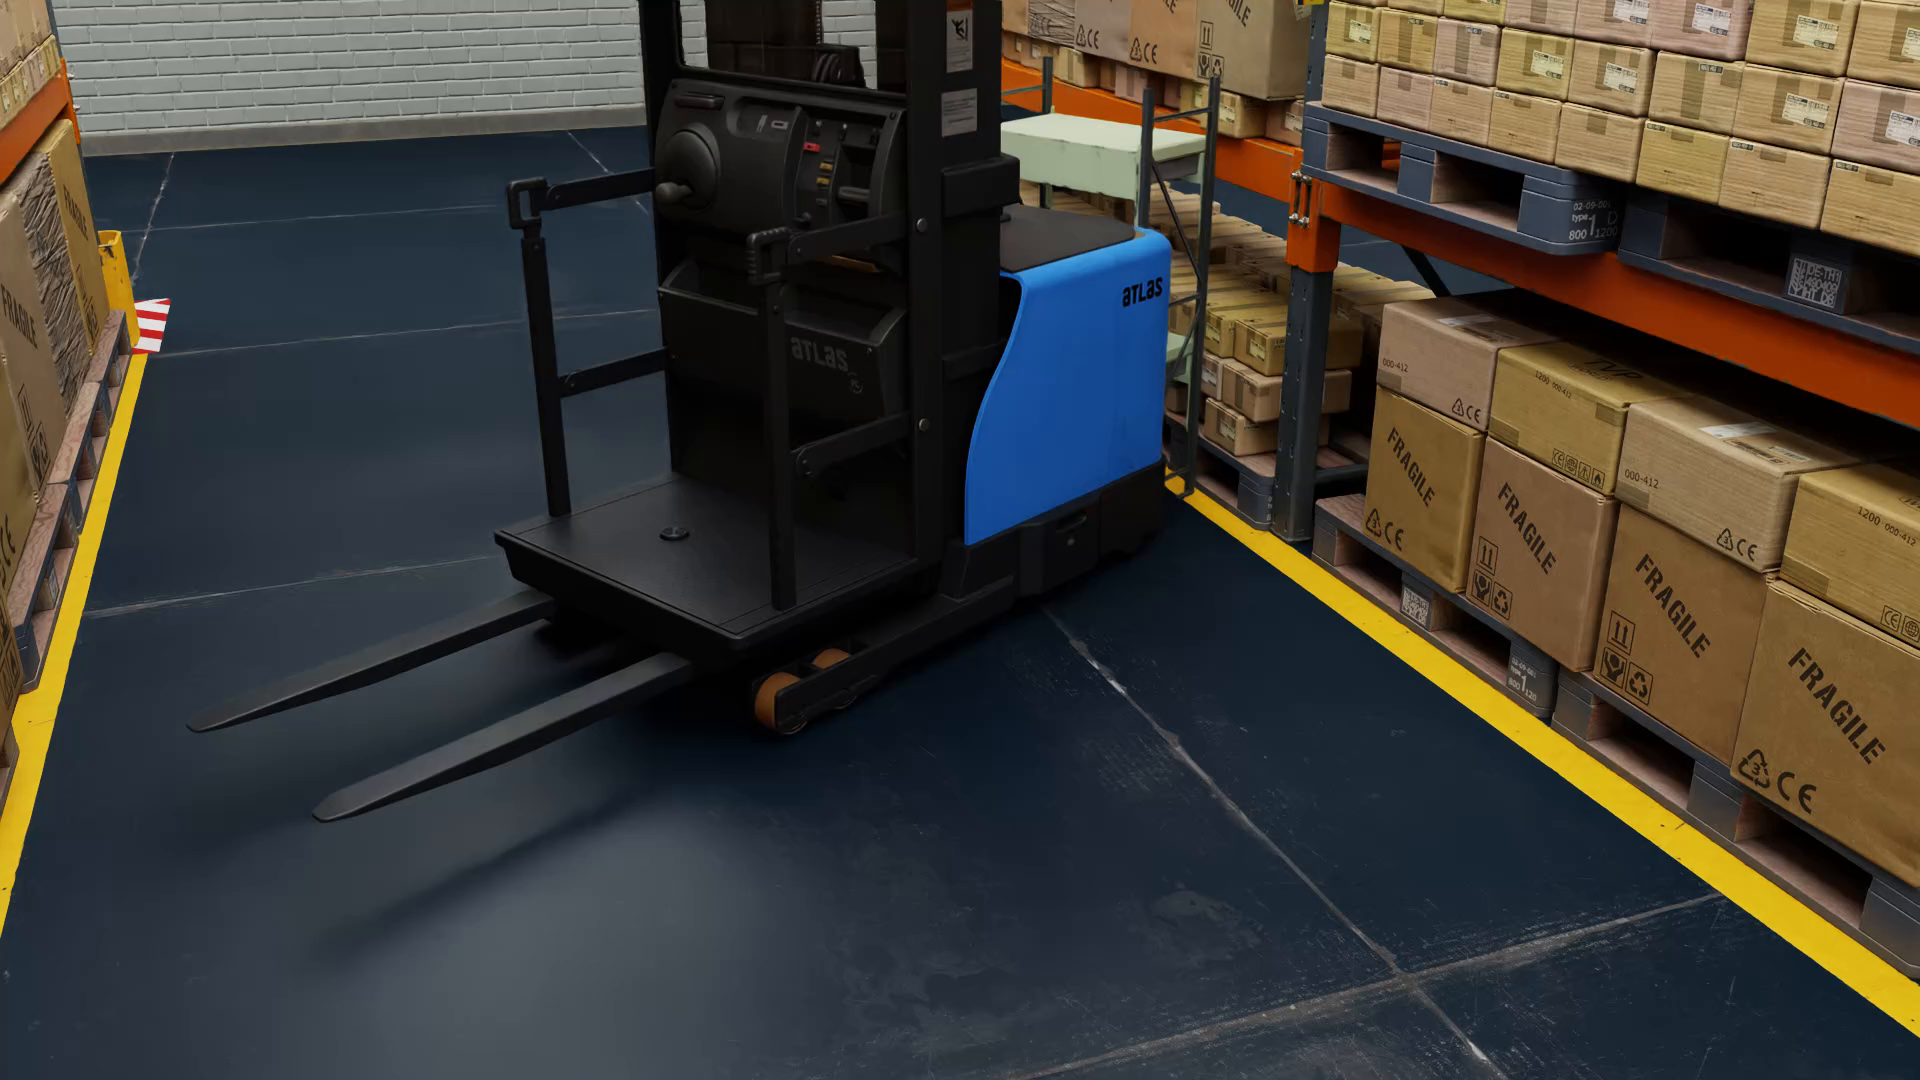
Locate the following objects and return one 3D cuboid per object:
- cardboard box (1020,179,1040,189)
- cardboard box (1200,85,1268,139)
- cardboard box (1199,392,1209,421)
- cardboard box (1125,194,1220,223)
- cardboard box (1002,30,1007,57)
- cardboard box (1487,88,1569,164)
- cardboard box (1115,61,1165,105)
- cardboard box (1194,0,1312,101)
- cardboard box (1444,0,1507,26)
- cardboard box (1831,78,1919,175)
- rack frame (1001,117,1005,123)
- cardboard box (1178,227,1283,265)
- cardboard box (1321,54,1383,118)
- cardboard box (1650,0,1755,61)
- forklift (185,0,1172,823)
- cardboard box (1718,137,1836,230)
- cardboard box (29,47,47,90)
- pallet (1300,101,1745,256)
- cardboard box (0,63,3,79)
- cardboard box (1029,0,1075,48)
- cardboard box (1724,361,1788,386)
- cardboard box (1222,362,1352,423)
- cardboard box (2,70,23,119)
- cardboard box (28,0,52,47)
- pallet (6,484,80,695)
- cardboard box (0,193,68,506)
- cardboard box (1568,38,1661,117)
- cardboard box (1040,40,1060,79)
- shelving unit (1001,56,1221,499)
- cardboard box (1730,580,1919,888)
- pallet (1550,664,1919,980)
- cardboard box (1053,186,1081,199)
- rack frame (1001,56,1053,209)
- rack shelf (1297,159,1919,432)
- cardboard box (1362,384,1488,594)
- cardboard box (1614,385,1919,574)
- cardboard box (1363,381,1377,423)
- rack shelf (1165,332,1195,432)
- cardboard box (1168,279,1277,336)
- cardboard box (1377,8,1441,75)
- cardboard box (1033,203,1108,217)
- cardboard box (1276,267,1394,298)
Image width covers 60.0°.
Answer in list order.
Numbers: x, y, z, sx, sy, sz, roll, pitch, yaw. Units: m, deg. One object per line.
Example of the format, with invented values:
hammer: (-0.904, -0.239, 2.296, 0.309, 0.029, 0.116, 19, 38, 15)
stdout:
cardboard box: (0.236, -1.742, 8.385, 0.380, 0.149, 0.250, -8, 24, -18)
cardboard box: (1.059, -1.490, 5.746, 0.380, 0.149, 0.250, -9, 24, -20)
cardboard box: (1.101, -0.537, 6.291, 0.380, 0.149, 0.250, -8, 24, -18)
cardboard box: (1.007, -1.537, 7.897, 0.380, 0.149, 0.250, -7, 24, -17)
cardboard box: (0.360, -2.363, 7.818, 0.380, 0.149, 0.250, -7, 24, -17)
cardboard box: (1.556, -1.044, 4.148, 0.380, 0.149, 0.250, -8, 24, -18)
cardboard box: (0.828, -1.787, 6.451, 0.380, 0.149, 0.250, -9, 25, -21)
cardboard box: (1.136, -1.775, 5.589, 0.500, 0.500, 0.500, -8, 24, -19)
cardboard box: (1.473, -1.407, 4.243, 0.380, 0.149, 0.250, -8, 24, -19)
cardboard box: (1.926, -0.802, 3.191, 0.380, 0.149, 0.250, -8, 24, -18)
rack frame: (0.159, -2.909, 8.789, 1.000, 3.000, 0.127, -8, 24, -19)
cardboard box: (1.166, -1.239, 7.192, 0.380, 0.149, 0.250, -9, 25, -21)
cardboard box: (1.280, -1.327, 4.819, 0.380, 0.149, 0.250, -10, 25, -22)
cardboard box: (1.738, -1.131, 3.589, 0.380, 0.149, 0.250, -7, 24, -17)
forklift: (-0.659, -1.045, 4.457, 1.130, 2.935, 3.031, 19, 29, 38)
cardboard box: (1.833, -0.761, 3.477, 0.380, 0.149, 0.250, -10, 25, -21)
cardboard box: (-3.902, -1.879, 6.669, 0.380, 0.149, 0.250, -8, 24, -19)
pallet: (1.706, -1.069, 4.672, 1.003, 0.211, 1.213, -8, 24, -19)
cardboard box: (-3.551, -1.635, 5.578, 0.500, 0.250, 0.500, -8, 24, -19)
cardboard box: (0.619, -2.336, 6.918, 0.500, 0.500, 0.500, -9, 24, -20)
cardboard box: (2.240, -0.418, 4.592, 0.500, 0.250, 0.500, -7, 24, -16)
cardboard box: (1.163, -0.543, 5.923, 0.380, 0.149, 0.250, -8, 24, -18)
cardboard box: (-3.629, -1.600, 6.007, 0.380, 0.149, 0.250, -8, 24, -19)
cardboard box: (-4.098, -2.193, 6.902, 0.500, 0.250, 0.500, -9, 24, -20)
pallet: (-3.300, 0.186, 5.036, 1.003, 0.211, 1.213, -8, 24, -19)
cardboard box: (-3.580, -0.604, 5.515, 0.875, 0.875, 0.875, -8, 24, -19)
cardboard box: (1.655, -1.084, 3.860, 0.380, 0.149, 0.250, -7, 24, -17)
cardboard box: (0.565, -2.071, 7.124, 0.380, 0.149, 0.250, -7, 24, -17)
shelving unit: (0.459, -0.908, 5.961, 0.755, 1.500, 0.431, 21, 31, 39)
cardboard box: (2.126, 0.374, 3.678, 0.500, 0.500, 0.500, -9, 25, -21)
pallet: (2.283, 0.556, 4.158, 1.003, 0.211, 1.213, -8, 24, -19)
cardboard box: (0.618, -1.806, 8.537, 0.380, 0.149, 0.250, -8, 24, -18)
rack frame: (0.191, -1.008, 6.190, 0.023, 1.500, 0.400, 21, 31, 39)
rack shelf: (2.278, -0.397, 3.756, 1.077, 0.370, 4.000, -8, 24, -19)
cardboard box: (1.585, -0.192, 5.021, 0.500, 0.500, 0.500, -7, 24, -17)
cardboard box: (1.952, -0.159, 3.977, 0.500, 0.250, 0.500, -7, 24, -17)
cardboard box: (1.744, -0.512, 6.232, 0.380, 0.149, 0.250, -9, 25, -21)
rack shelf: (0.458, -0.609, 6.091, 0.720, 0.370, 0.431, 21, 31, 39)
cardboard box: (0.980, -0.880, 6.339, 0.380, 0.149, 0.250, -9, 24, -19)
cardboard box: (1.374, -1.370, 4.538, 0.380, 0.149, 0.250, -9, 24, -20)
cardboard box: (0.459, -1.452, 7.697, 0.380, 0.149, 0.250, -7, 24, -17)
cardboard box: (1.466, -0.956, 6.521, 0.380, 0.149, 0.250, -9, 24, -20)
